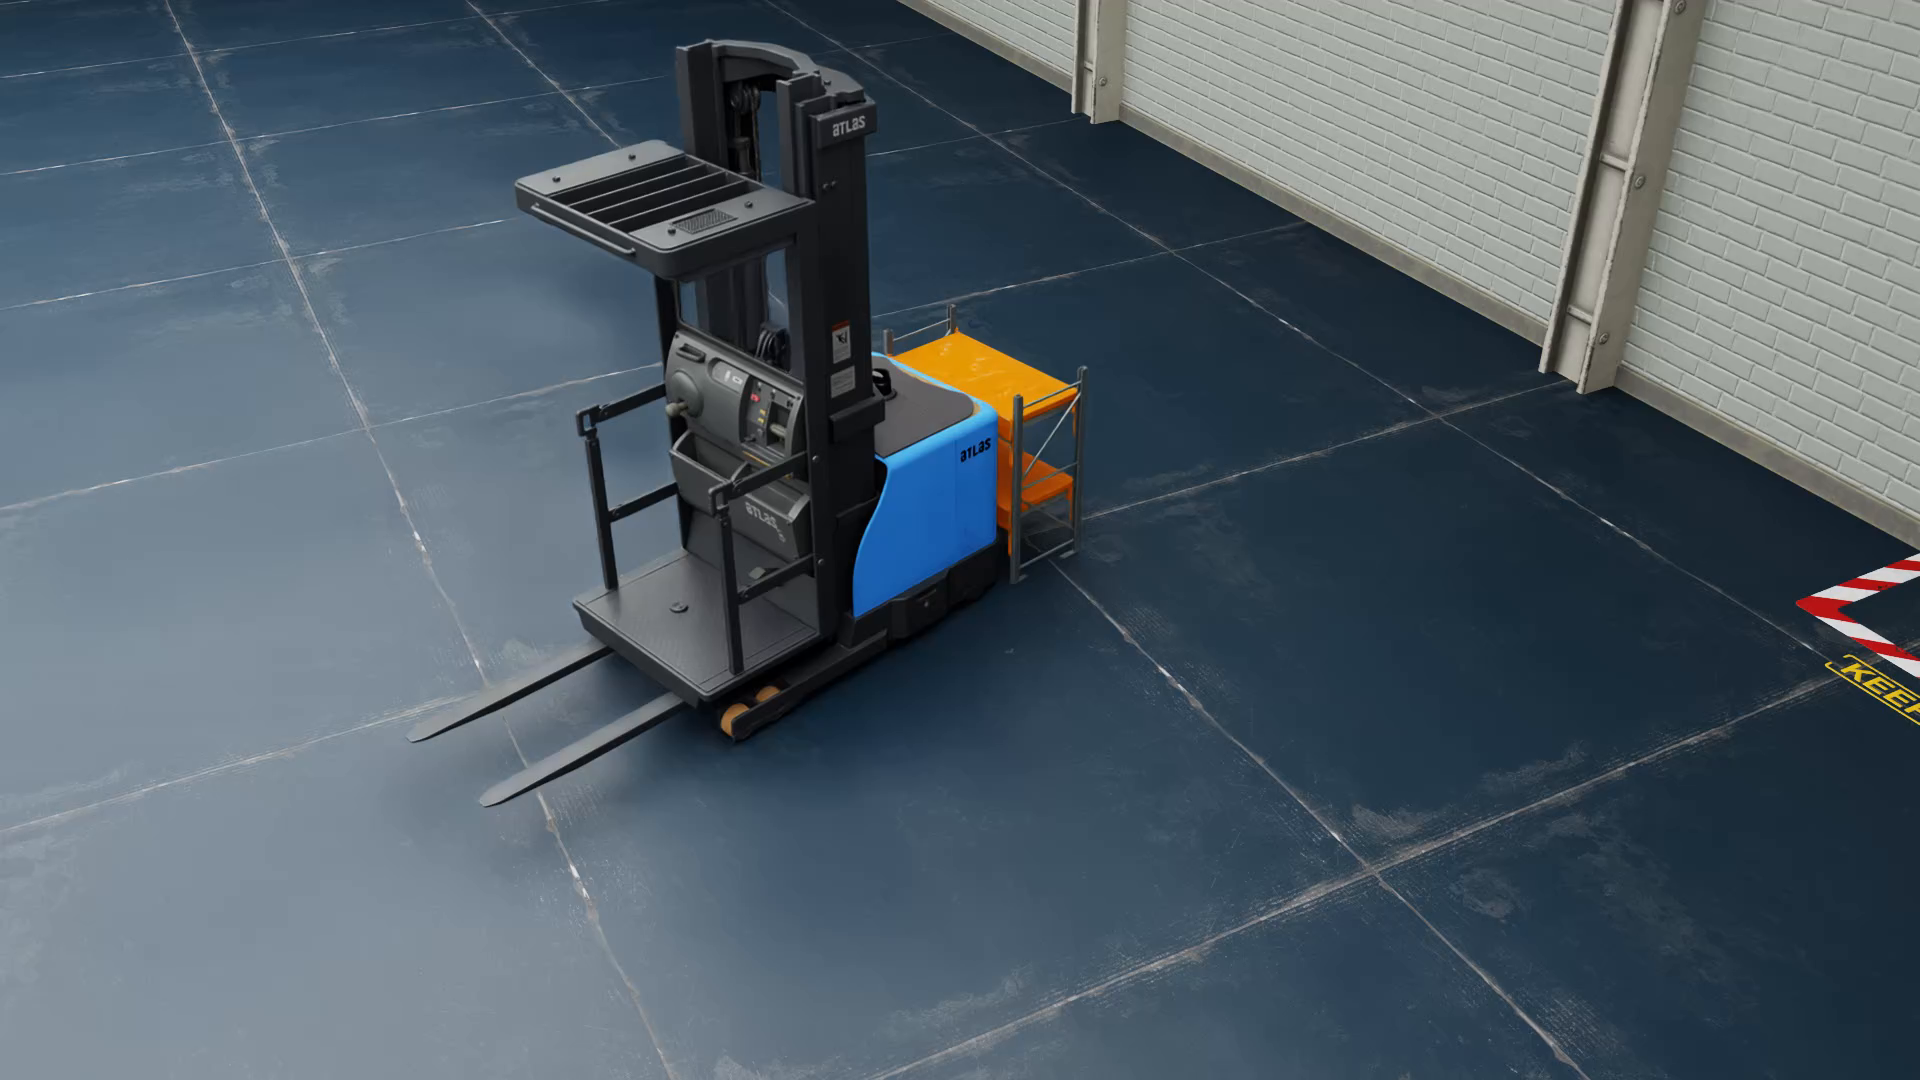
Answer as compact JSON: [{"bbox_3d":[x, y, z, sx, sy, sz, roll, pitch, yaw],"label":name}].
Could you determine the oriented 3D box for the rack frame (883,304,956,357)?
[{"bbox_3d":[-0.216,-0.738,9.378,0.500,1.125,0.032,-26,41,-34],"label":"rack frame"}]

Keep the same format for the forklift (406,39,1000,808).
[{"bbox_3d":[-1.190,-0.613,7.508,1.130,2.935,3.031,28,42,36],"label":"forklift"}]

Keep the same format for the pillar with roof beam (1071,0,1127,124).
[{"bbox_3d":[-2.546,-6.642,11.294,9.100,9.000,0.400,-16,36,-23],"label":"pillar with roof beam"}]

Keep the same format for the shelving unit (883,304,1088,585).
[{"bbox_3d":[0.123,-0.534,9.059,0.538,1.125,1.048,-26,41,-34],"label":"shelving unit"}]

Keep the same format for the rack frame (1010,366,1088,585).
[{"bbox_3d":[0.463,-0.330,8.741,0.500,1.125,0.032,-26,41,-34],"label":"rack frame"}]

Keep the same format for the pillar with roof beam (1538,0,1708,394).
[{"bbox_3d":[0.252,-3.778,6.825,9.100,9.000,0.400,-16,36,-23],"label":"pillar with roof beam"}]

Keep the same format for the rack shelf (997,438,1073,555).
[{"bbox_3d":[0.123,-0.328,9.191,0.538,0.278,1.000,-26,41,-34],"label":"rack shelf"}]

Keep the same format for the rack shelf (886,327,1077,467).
[{"bbox_3d":[0.123,-0.780,8.901,0.538,0.278,1.000,-26,41,-34],"label":"rack shelf"}]
